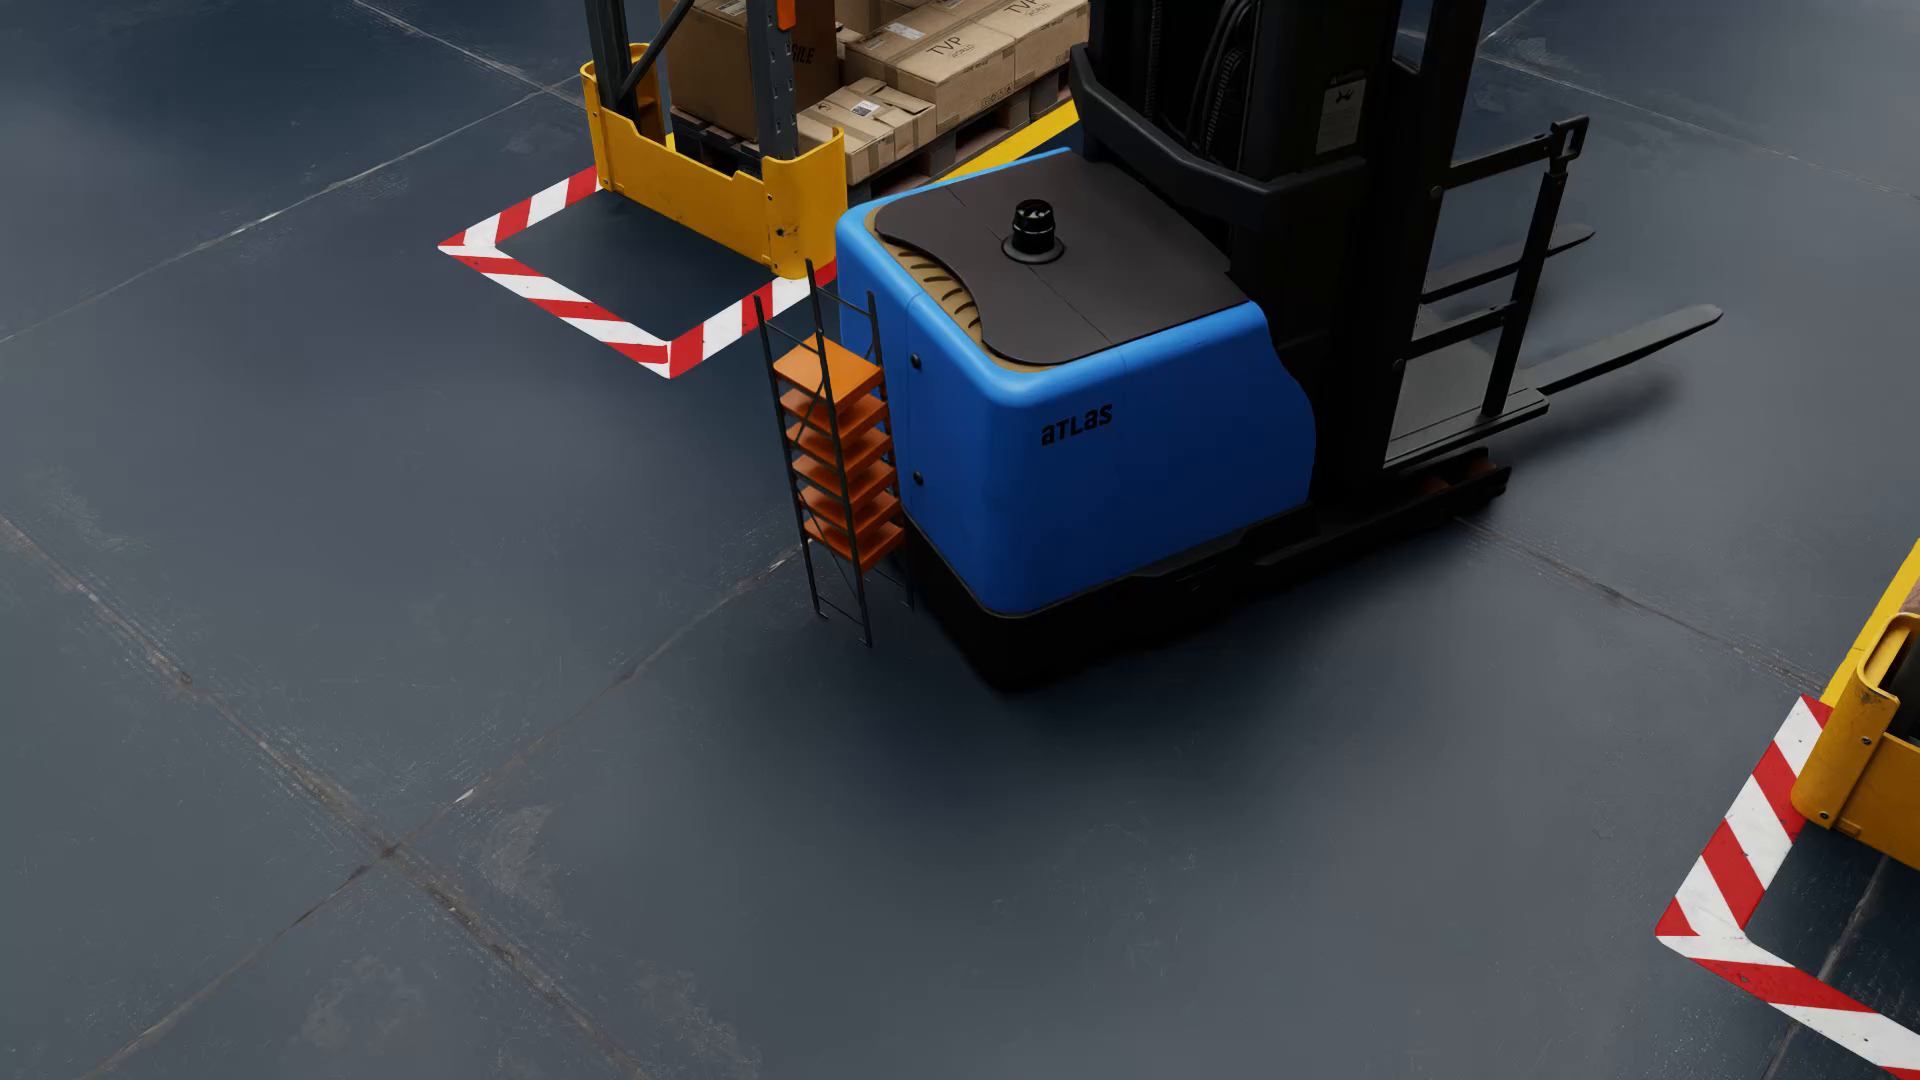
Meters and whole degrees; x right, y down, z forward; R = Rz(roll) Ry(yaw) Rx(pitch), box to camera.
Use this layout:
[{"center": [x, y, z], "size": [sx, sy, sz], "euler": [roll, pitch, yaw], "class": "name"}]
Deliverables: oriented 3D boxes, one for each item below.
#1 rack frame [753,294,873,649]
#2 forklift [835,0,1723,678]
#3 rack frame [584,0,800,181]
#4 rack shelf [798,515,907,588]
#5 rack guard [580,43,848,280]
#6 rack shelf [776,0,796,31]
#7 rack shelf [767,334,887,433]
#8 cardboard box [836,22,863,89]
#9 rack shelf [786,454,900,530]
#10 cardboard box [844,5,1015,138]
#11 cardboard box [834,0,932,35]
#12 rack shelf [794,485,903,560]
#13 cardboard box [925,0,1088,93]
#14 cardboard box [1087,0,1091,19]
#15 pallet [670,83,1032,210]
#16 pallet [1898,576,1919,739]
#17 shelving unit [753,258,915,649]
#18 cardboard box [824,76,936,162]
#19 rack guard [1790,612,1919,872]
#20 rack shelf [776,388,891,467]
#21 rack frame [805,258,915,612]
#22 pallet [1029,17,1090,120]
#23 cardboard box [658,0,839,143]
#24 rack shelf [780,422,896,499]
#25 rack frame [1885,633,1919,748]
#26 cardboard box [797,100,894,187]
[{"center": [-0.386, -0.147, 4.523], "size": [0.240, 1.200, 0.006], "euler": [31, 56, 30], "class": "rack frame"}, {"center": [1.174, -1.415, 4.627], "size": [3.031, 2.935, 1.130], "euler": [-20, 46, -21], "class": "forklift"}, {"center": [-1.012, -2.386, 5.644], "size": [1.000, 3.000, 0.127], "euler": [29, 50, 28], "class": "rack frame"}, {"center": [-0.307, -0.004, 4.773], "size": [0.258, 0.103, 0.180], "euler": [31, 56, 30], "class": "rack shelf"}, {"center": [-0.963, -1.500, 6.528], "size": [1.175, 0.500, 0.348], "euler": [29, 50, 28], "class": "rack guard"}, {"center": [0.275, -3.150, 7.019], "size": [1.077, 0.370, 4.000], "euler": [29, 50, 28], "class": "rack shelf"}, {"center": [-0.346, -0.417, 4.339], "size": [0.258, 0.103, 0.180], "euler": [31, 56, 30], "class": "rack shelf"}, {"center": [-0.521, -2.057, 7.061], "size": [0.380, 0.166, 0.250], "euler": [29, 50, 28], "class": "cardboard box"}, {"center": [-0.323, -0.169, 4.600], "size": [0.258, 0.103, 0.180], "euler": [31, 56, 30], "class": "rack shelf"}, {"center": [-0.123, -1.946, 6.877], "size": [0.500, 0.250, 0.500], "euler": [29, 50, 28], "class": "cardboard box"}, {"center": [-0.217, -2.394, 7.370], "size": [0.500, 0.250, 0.500], "euler": [29, 50, 28], "class": "cardboard box"}, {"center": [-0.315, -0.087, 4.687], "size": [0.258, 0.103, 0.180], "euler": [31, 56, 30], "class": "rack shelf"}, {"center": [0.198, -2.204, 7.161], "size": [0.500, 0.250, 0.500], "euler": [29, 50, 28], "class": "cardboard box"}, {"center": [0.357, -2.715, 7.535], "size": [0.797, 0.503, 0.637], "euler": [29, 50, 28], "class": "cardboard box"}, {"center": [-0.451, -1.804, 7.078], "size": [1.003, 0.211, 1.213], "euler": [29, 50, 28], "class": "pallet"}, {"center": [3.236, 0.343, 4.716], "size": [1.003, 0.211, 1.213], "euler": [29, 50, 28], "class": "pallet"}, {"center": [-0.325, -0.200, 4.568], "size": [0.258, 1.200, 0.189], "euler": [31, 56, 30], "class": "shelving unit"}, {"center": [-0.319, -1.696, 6.665], "size": [0.380, 0.166, 0.250], "euler": [29, 50, 28], "class": "cardboard box"}, {"center": [2.766, 0.694, 4.115], "size": [1.175, 0.500, 0.348], "euler": [29, 50, 28], "class": "rack guard"}, {"center": [-0.338, -0.334, 4.426], "size": [0.258, 0.103, 0.180], "euler": [31, 56, 30], "class": "rack shelf"}, {"center": [-0.265, -0.252, 4.612], "size": [0.240, 1.200, 0.006], "euler": [31, 56, 30], "class": "rack frame"}, {"center": [0.334, -2.430, 7.765], "size": [1.003, 0.211, 1.213], "euler": [29, 50, 28], "class": "pallet"}, {"center": [-0.851, -2.011, 6.763], "size": [0.500, 0.500, 0.500], "euler": [29, 50, 28], "class": "cardboard box"}, {"center": [-0.330, -0.252, 4.513], "size": [0.258, 0.103, 0.180], "euler": [31, 56, 30], "class": "rack shelf"}, {"center": [2.782, -0.243, 3.288], "size": [1.000, 3.000, 0.127], "euler": [29, 50, 28], "class": "rack frame"}, {"center": [-0.480, -1.561, 6.529], "size": [0.380, 0.149, 0.250], "euler": [29, 50, 28], "class": "cardboard box"}]
